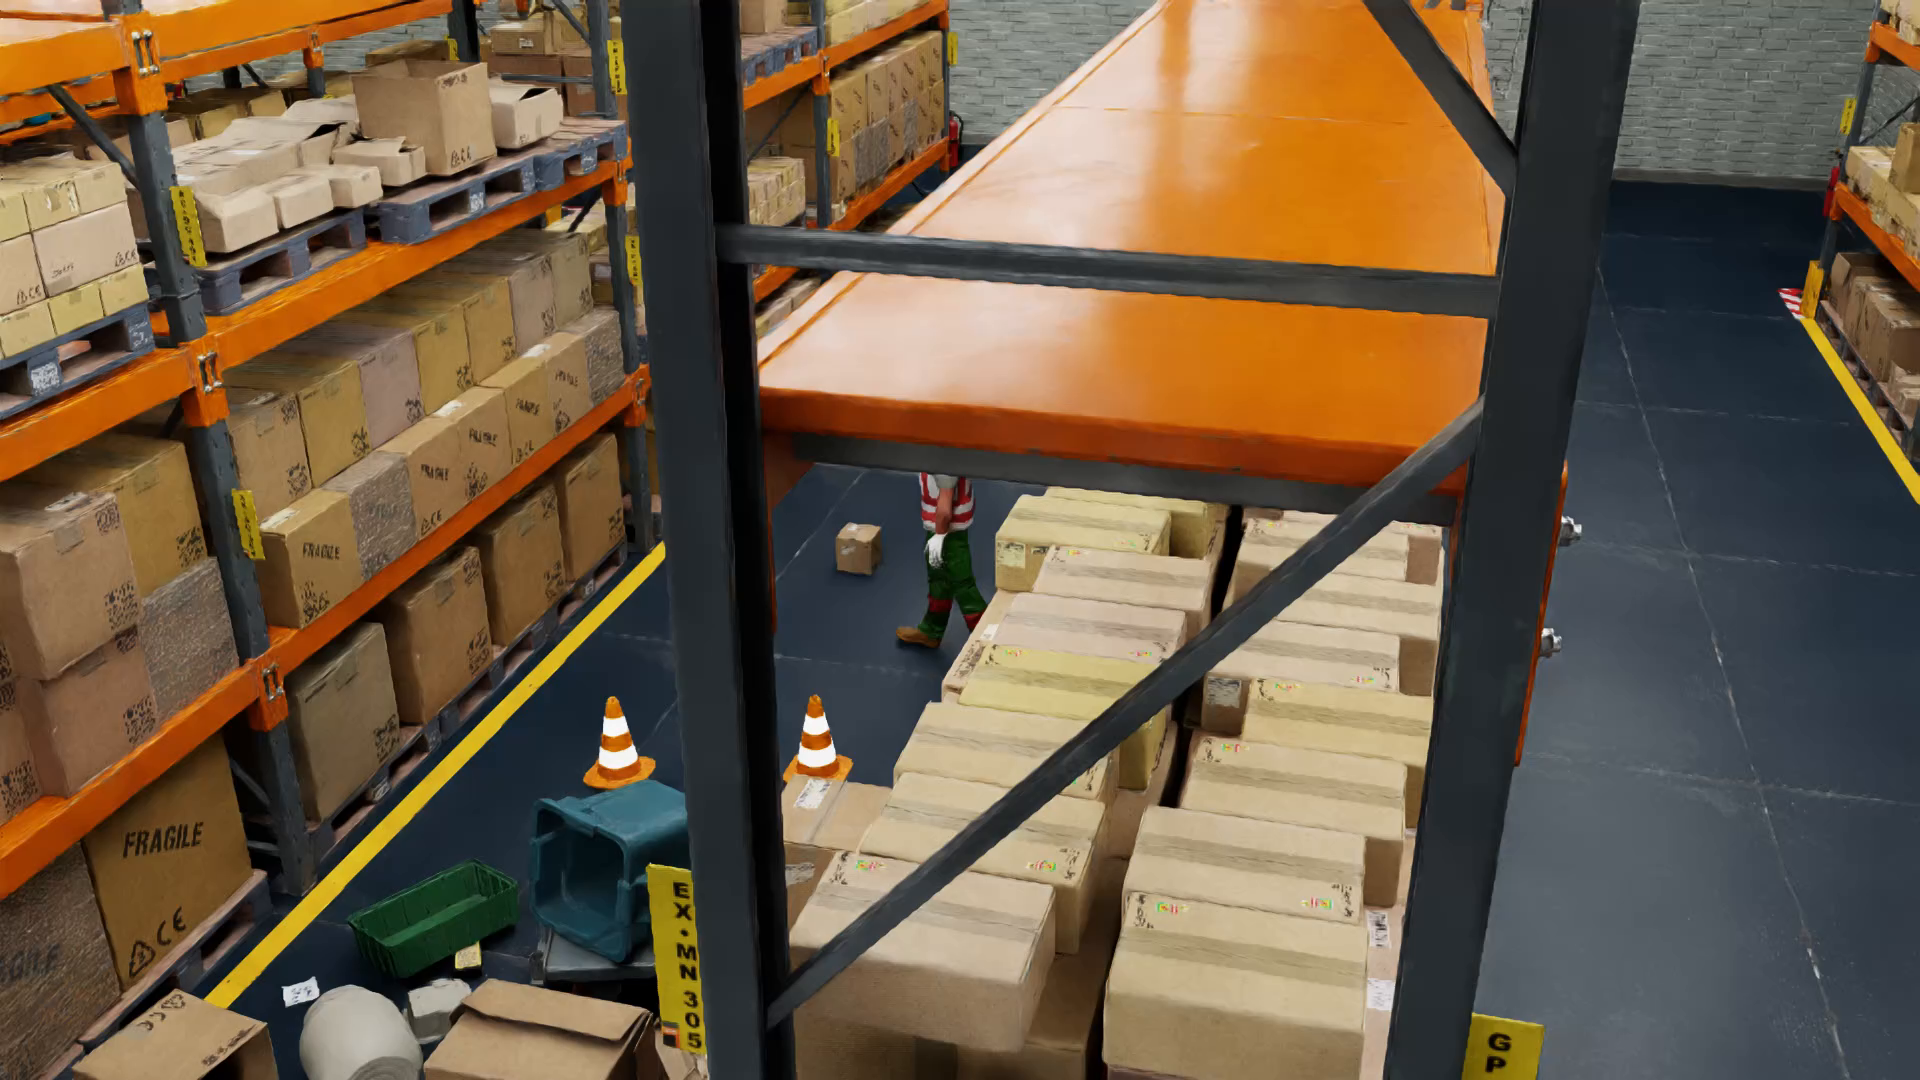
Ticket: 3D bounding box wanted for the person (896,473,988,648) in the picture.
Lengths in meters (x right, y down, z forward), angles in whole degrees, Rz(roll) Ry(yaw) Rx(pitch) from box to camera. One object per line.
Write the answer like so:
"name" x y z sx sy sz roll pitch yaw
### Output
"person" -0.095 -0.022 10.010 0.634 1.551 0.753 2 25 4
